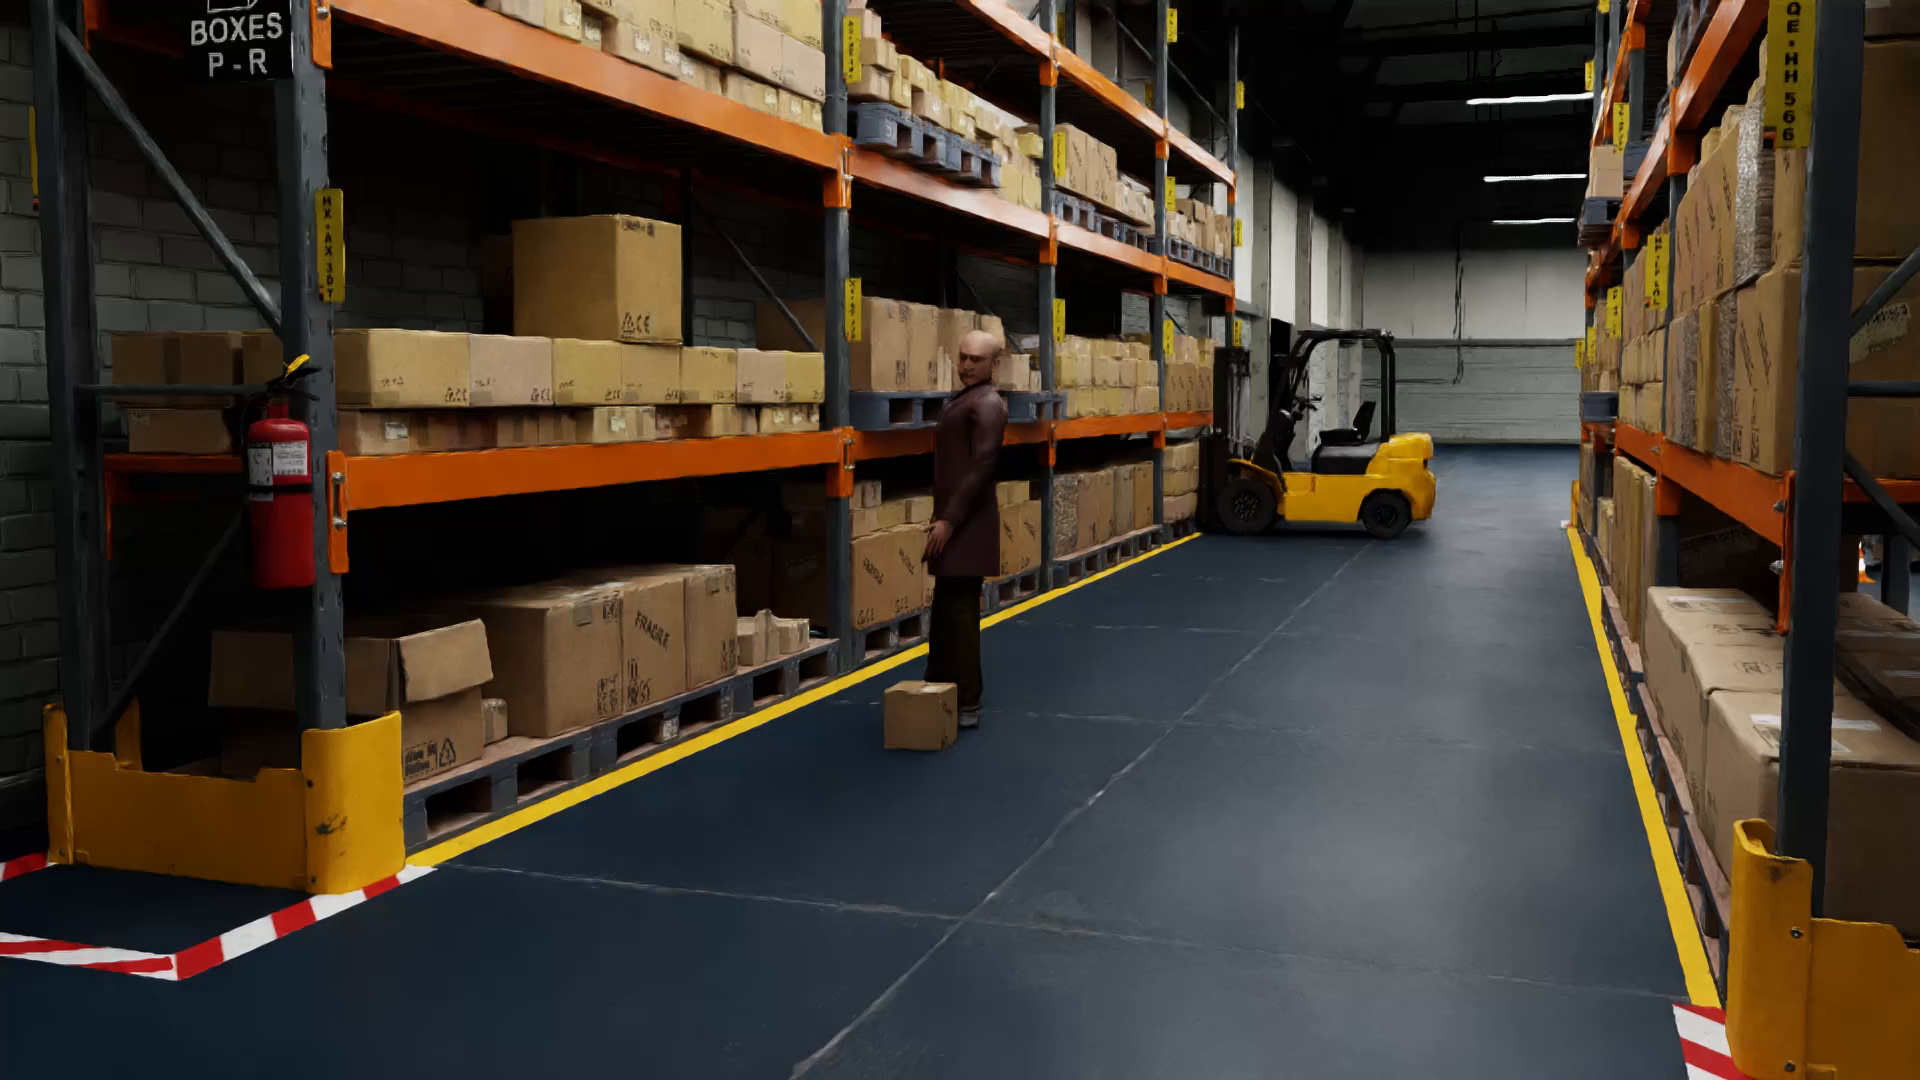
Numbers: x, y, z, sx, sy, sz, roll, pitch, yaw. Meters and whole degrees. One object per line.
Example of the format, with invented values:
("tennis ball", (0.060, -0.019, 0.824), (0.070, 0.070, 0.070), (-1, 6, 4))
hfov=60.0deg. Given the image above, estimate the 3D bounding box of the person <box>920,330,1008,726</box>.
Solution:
("person", (-0.060, -0.060, 7.616), (0.534, 1.786, 0.714), (0, 5, -1))
